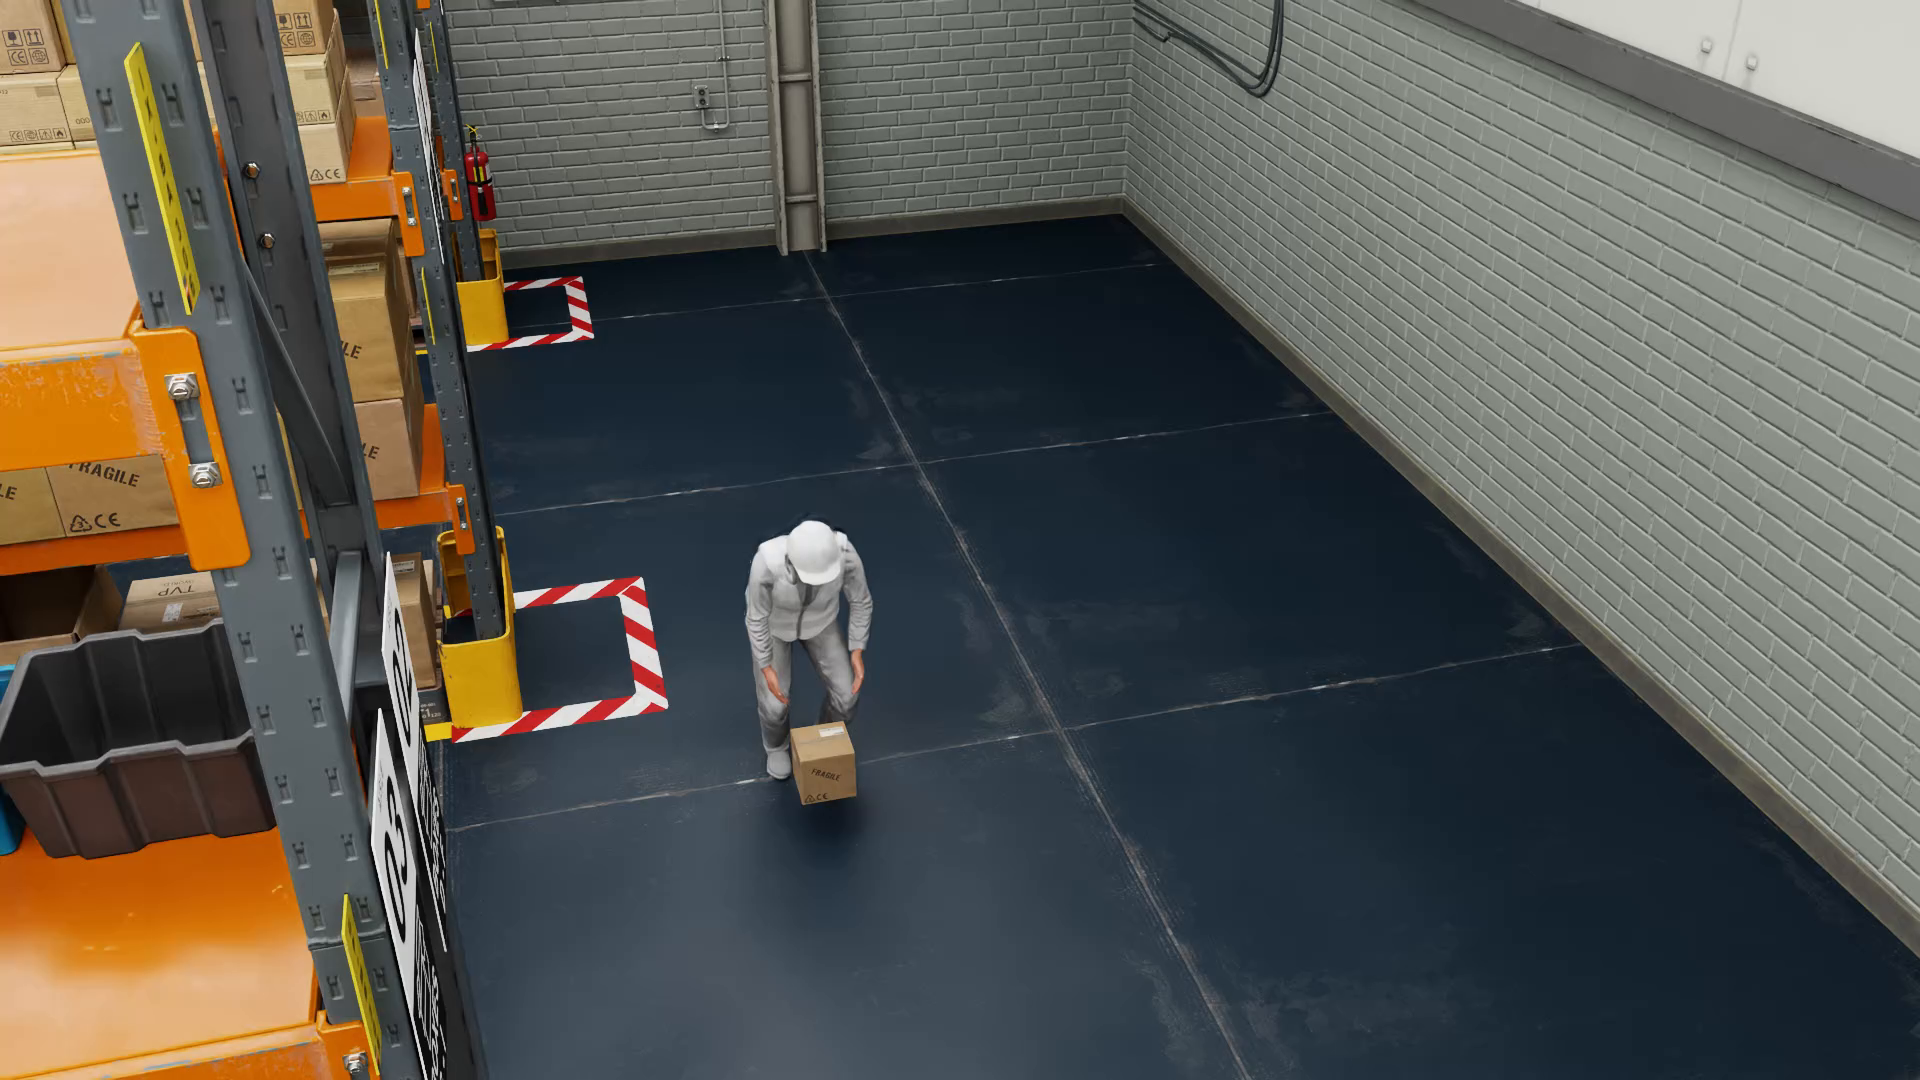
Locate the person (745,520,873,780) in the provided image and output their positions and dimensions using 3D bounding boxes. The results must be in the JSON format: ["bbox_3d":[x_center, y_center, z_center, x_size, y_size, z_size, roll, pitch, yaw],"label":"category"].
[{"bbox_3d":[-0.705,0.453,7.732,0.591,1.479,0.733,-8,31,-13],"label":"person"}]
